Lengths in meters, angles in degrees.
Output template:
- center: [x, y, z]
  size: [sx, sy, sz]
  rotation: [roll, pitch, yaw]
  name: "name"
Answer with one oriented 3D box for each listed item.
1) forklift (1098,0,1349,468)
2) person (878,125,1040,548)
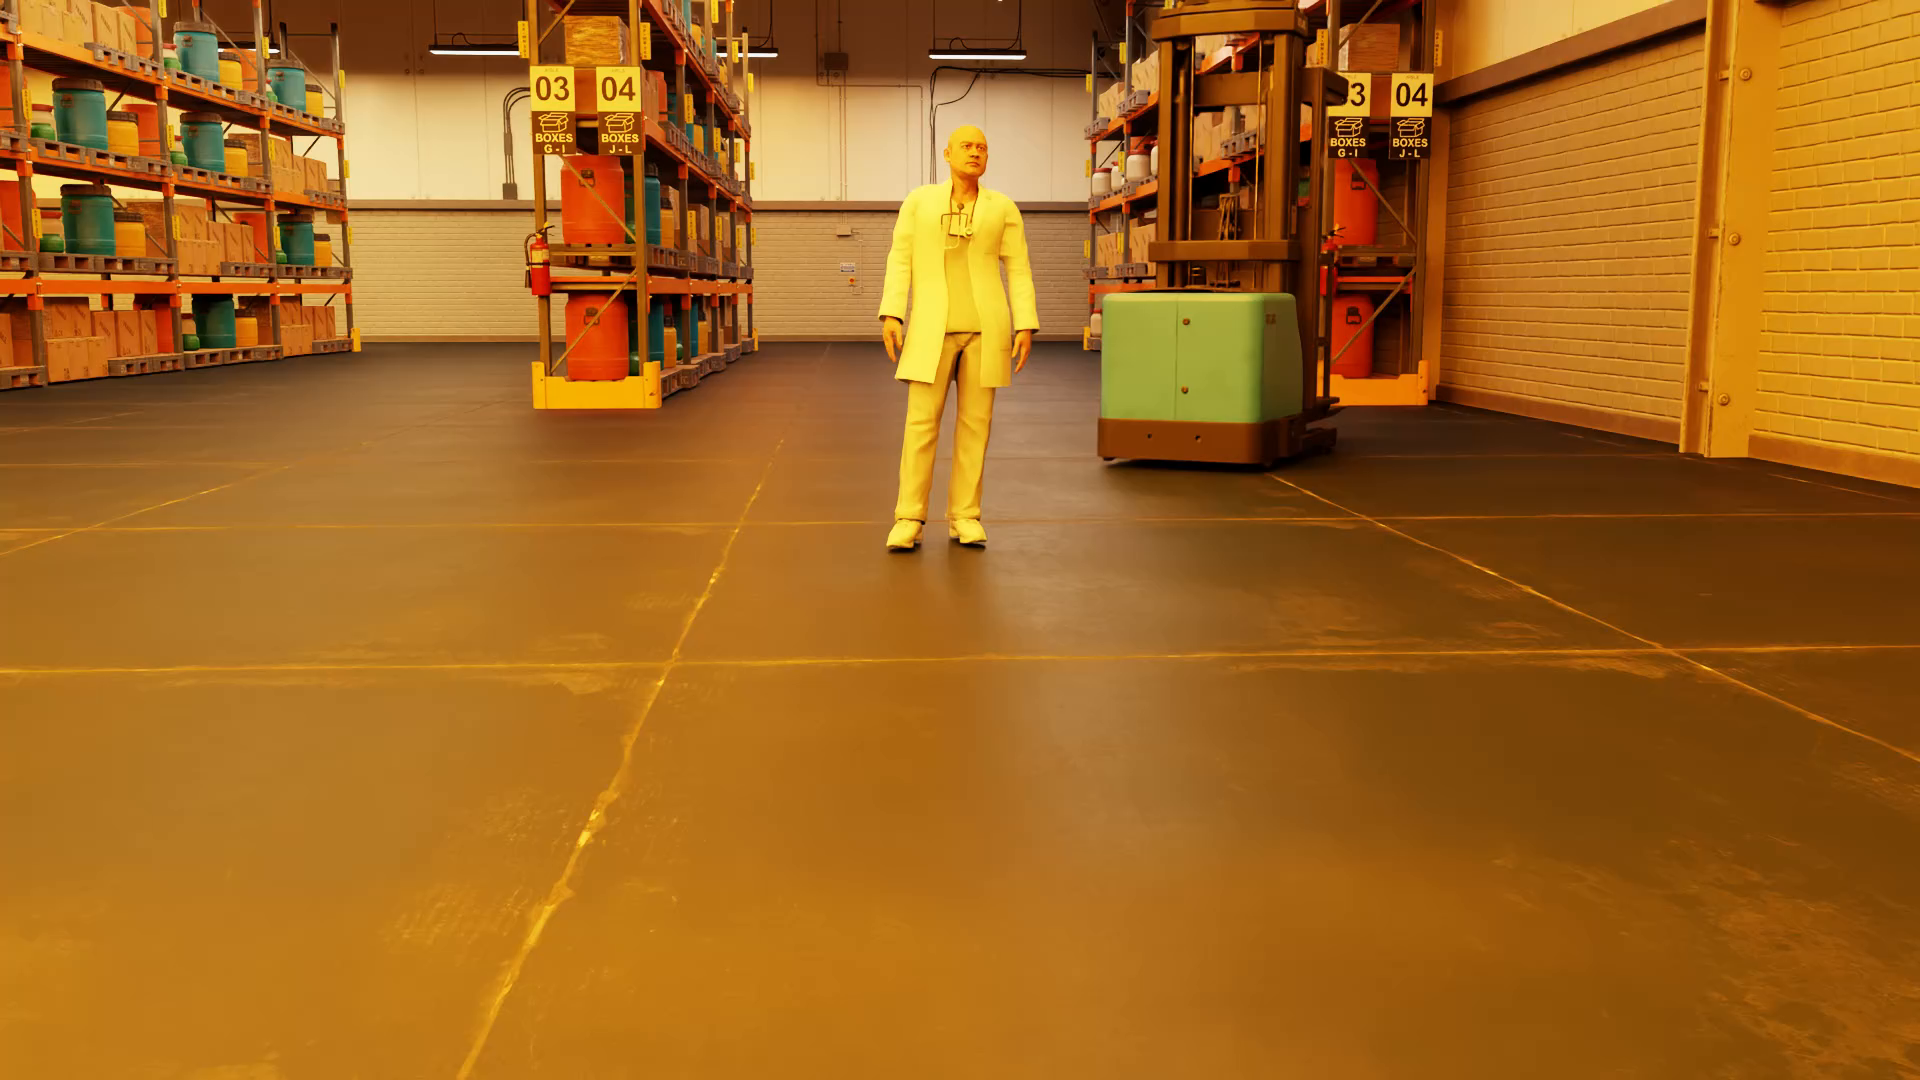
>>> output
- center: [1.948, -2.059, 11.201]
  size: [1.130, 2.935, 3.031]
  rotation: [4, 9, 25]
  name: "forklift"
- center: [0.001, -0.873, 7.089]
  size: [0.696, 1.776, 0.581]
  rotation: [-1, 8, -4]
  name: "person"
